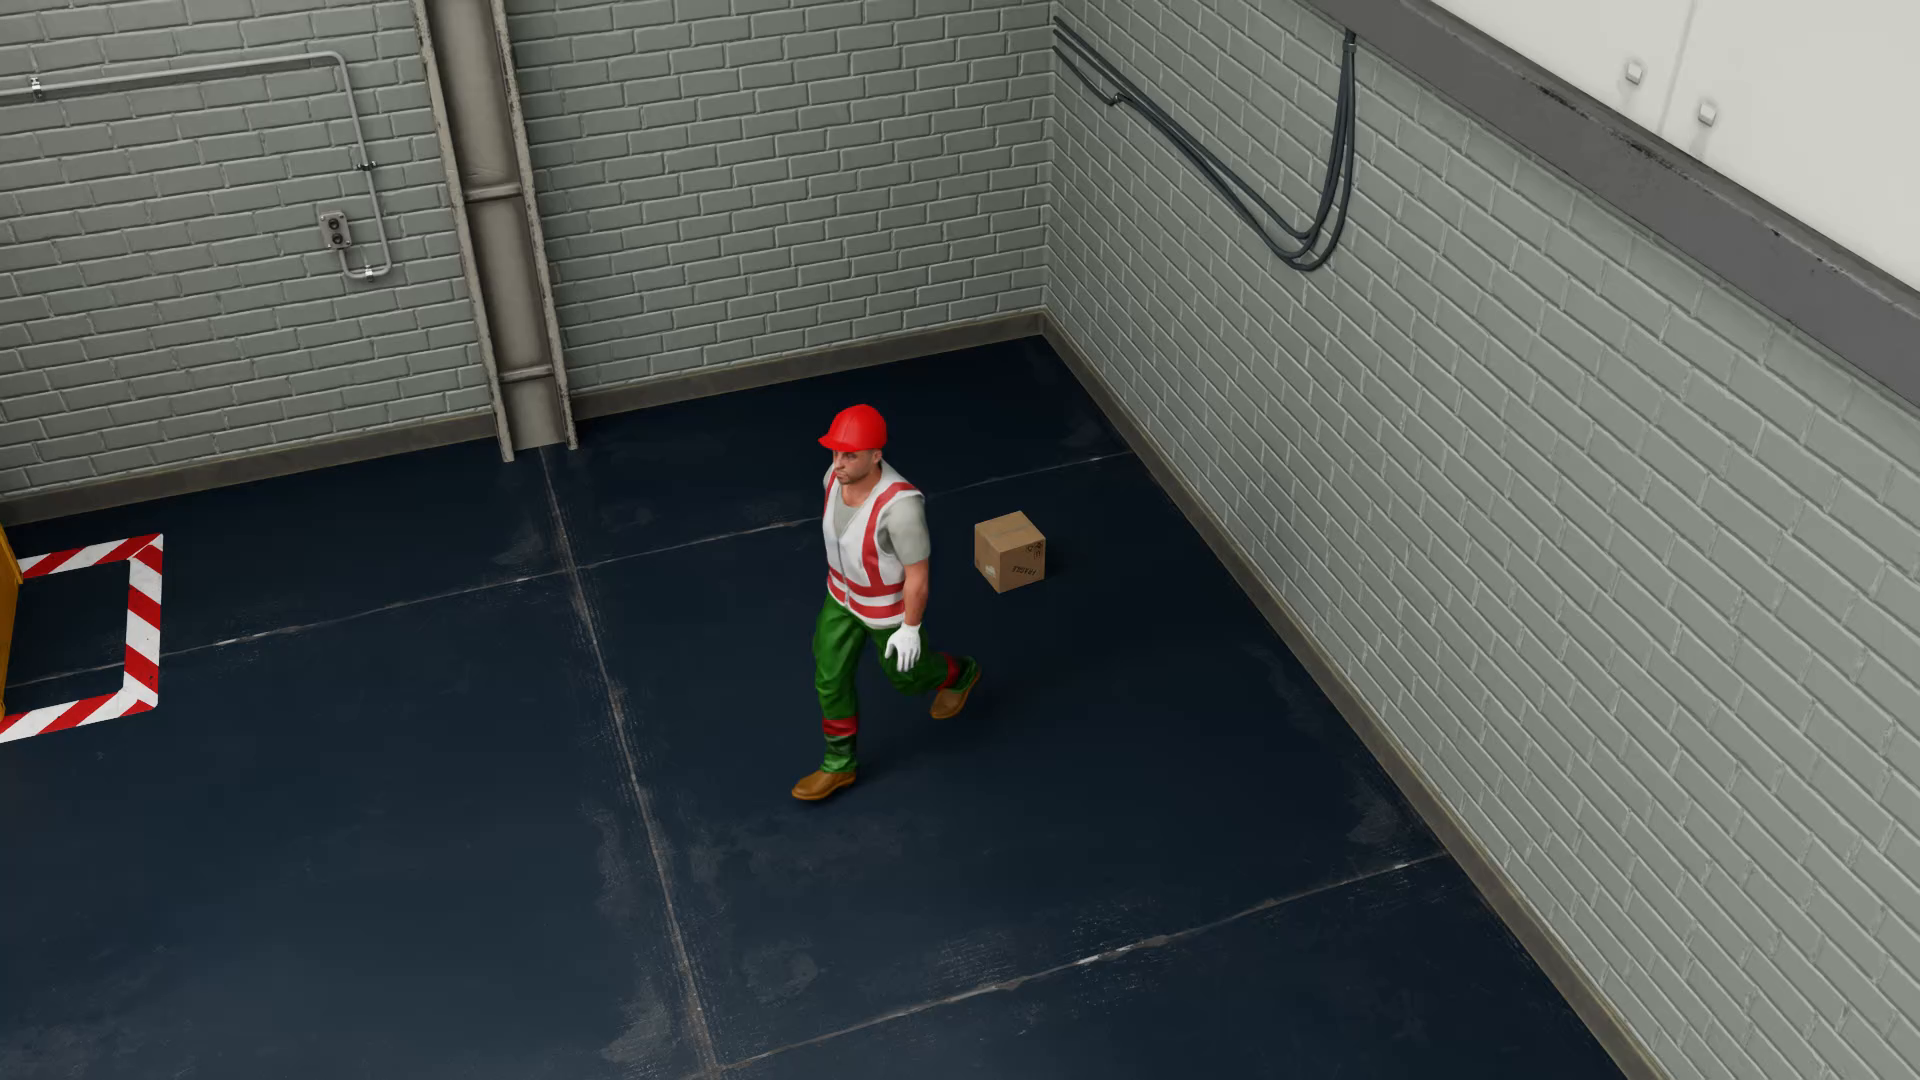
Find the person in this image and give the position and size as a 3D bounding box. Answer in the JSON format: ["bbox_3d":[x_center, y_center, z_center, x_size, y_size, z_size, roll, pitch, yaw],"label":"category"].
[{"bbox_3d":[-0.284,0.209,6.492,0.571,1.758,0.974,30,46,33],"label":"person"}]
